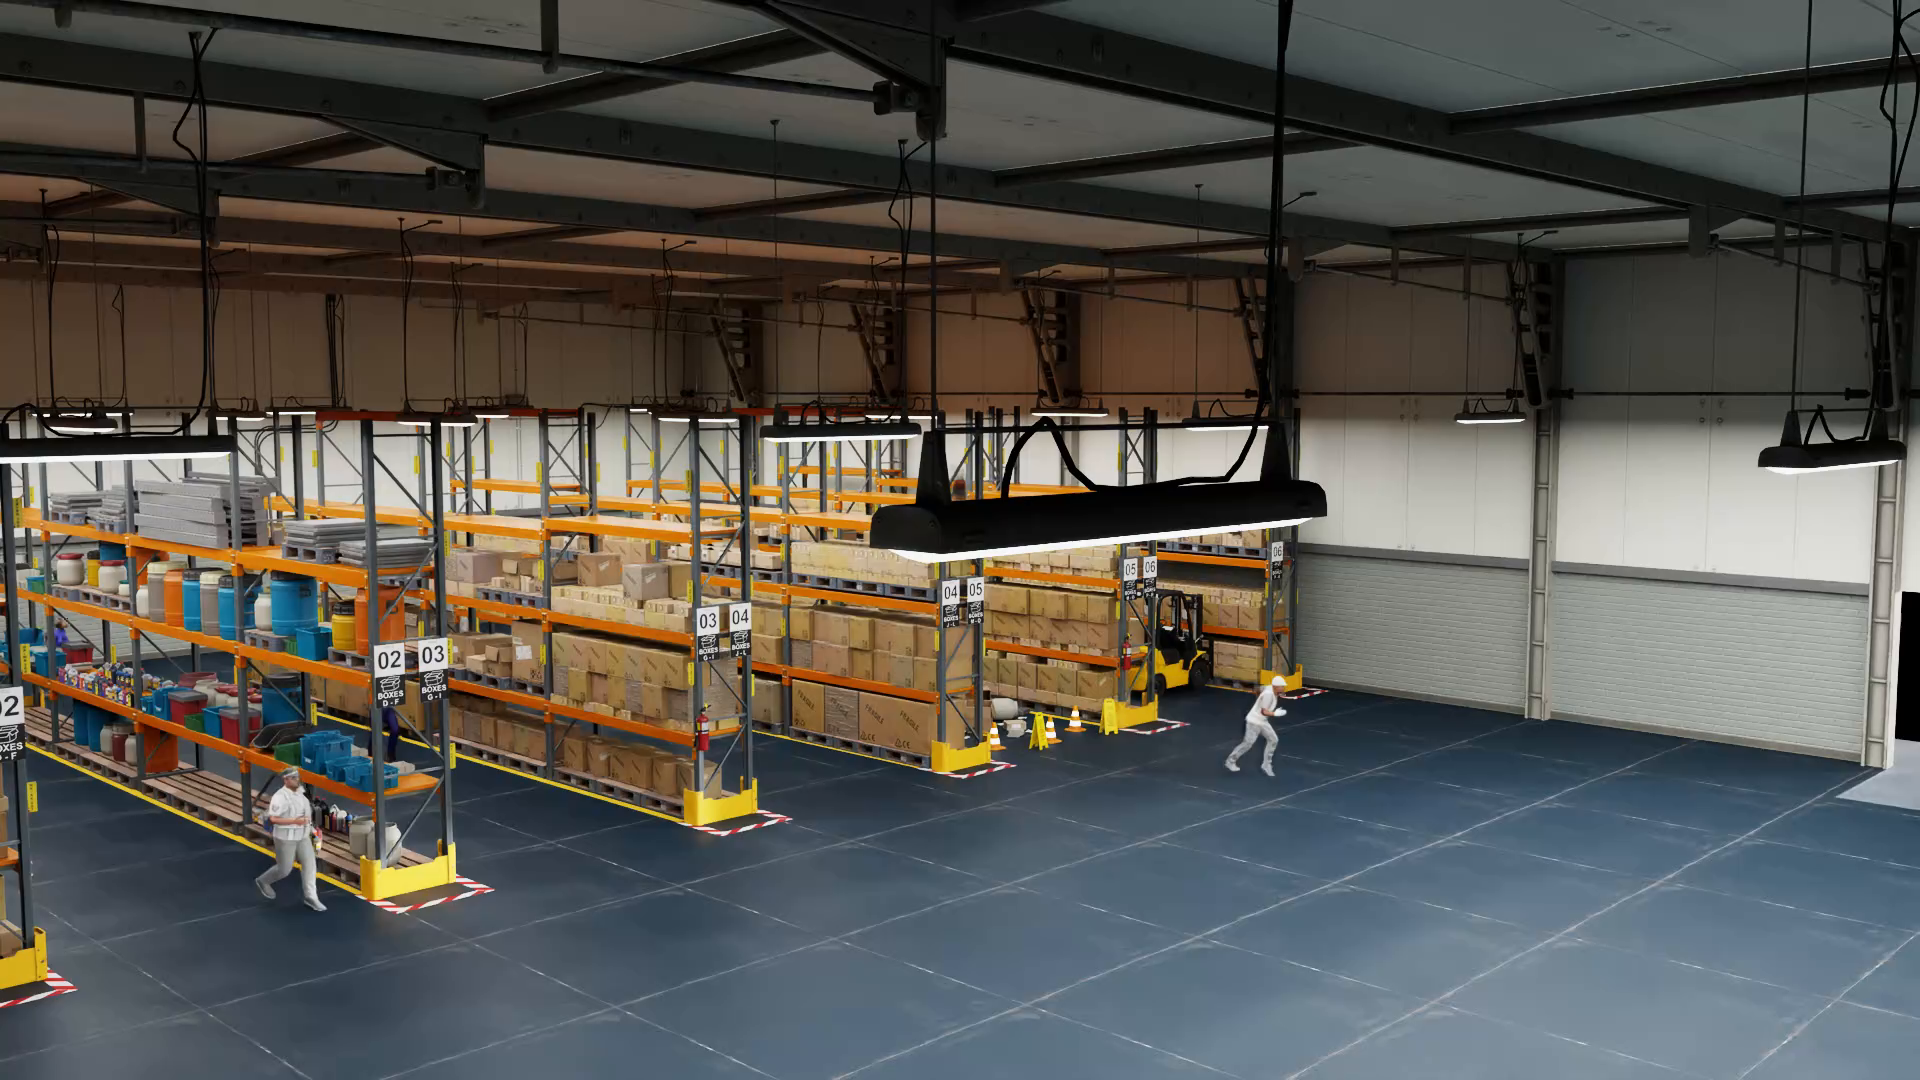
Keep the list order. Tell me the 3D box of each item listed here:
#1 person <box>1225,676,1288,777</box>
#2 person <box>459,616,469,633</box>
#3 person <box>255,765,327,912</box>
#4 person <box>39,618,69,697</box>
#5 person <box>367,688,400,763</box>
[{"bbox_3d":[4.903,3.089,27.526,1.017,1.718,0.708,2,5,18],"label":"person"},{"bbox_3d":[-11.960,1.891,40.461,0.824,1.756,0.704,-1,5,-12],"label":"person"},{"bbox_3d":[-8.232,3.650,20.420,0.964,1.814,0.665,2,5,22],"label":"person"},{"bbox_3d":[-18.714,2.461,34.498,0.876,1.689,0.586,-3,6,-30],"label":"person"},{"bbox_3d":[-9.916,3.005,28.539,0.556,1.697,0.760,-4,7,-41],"label":"person"}]
